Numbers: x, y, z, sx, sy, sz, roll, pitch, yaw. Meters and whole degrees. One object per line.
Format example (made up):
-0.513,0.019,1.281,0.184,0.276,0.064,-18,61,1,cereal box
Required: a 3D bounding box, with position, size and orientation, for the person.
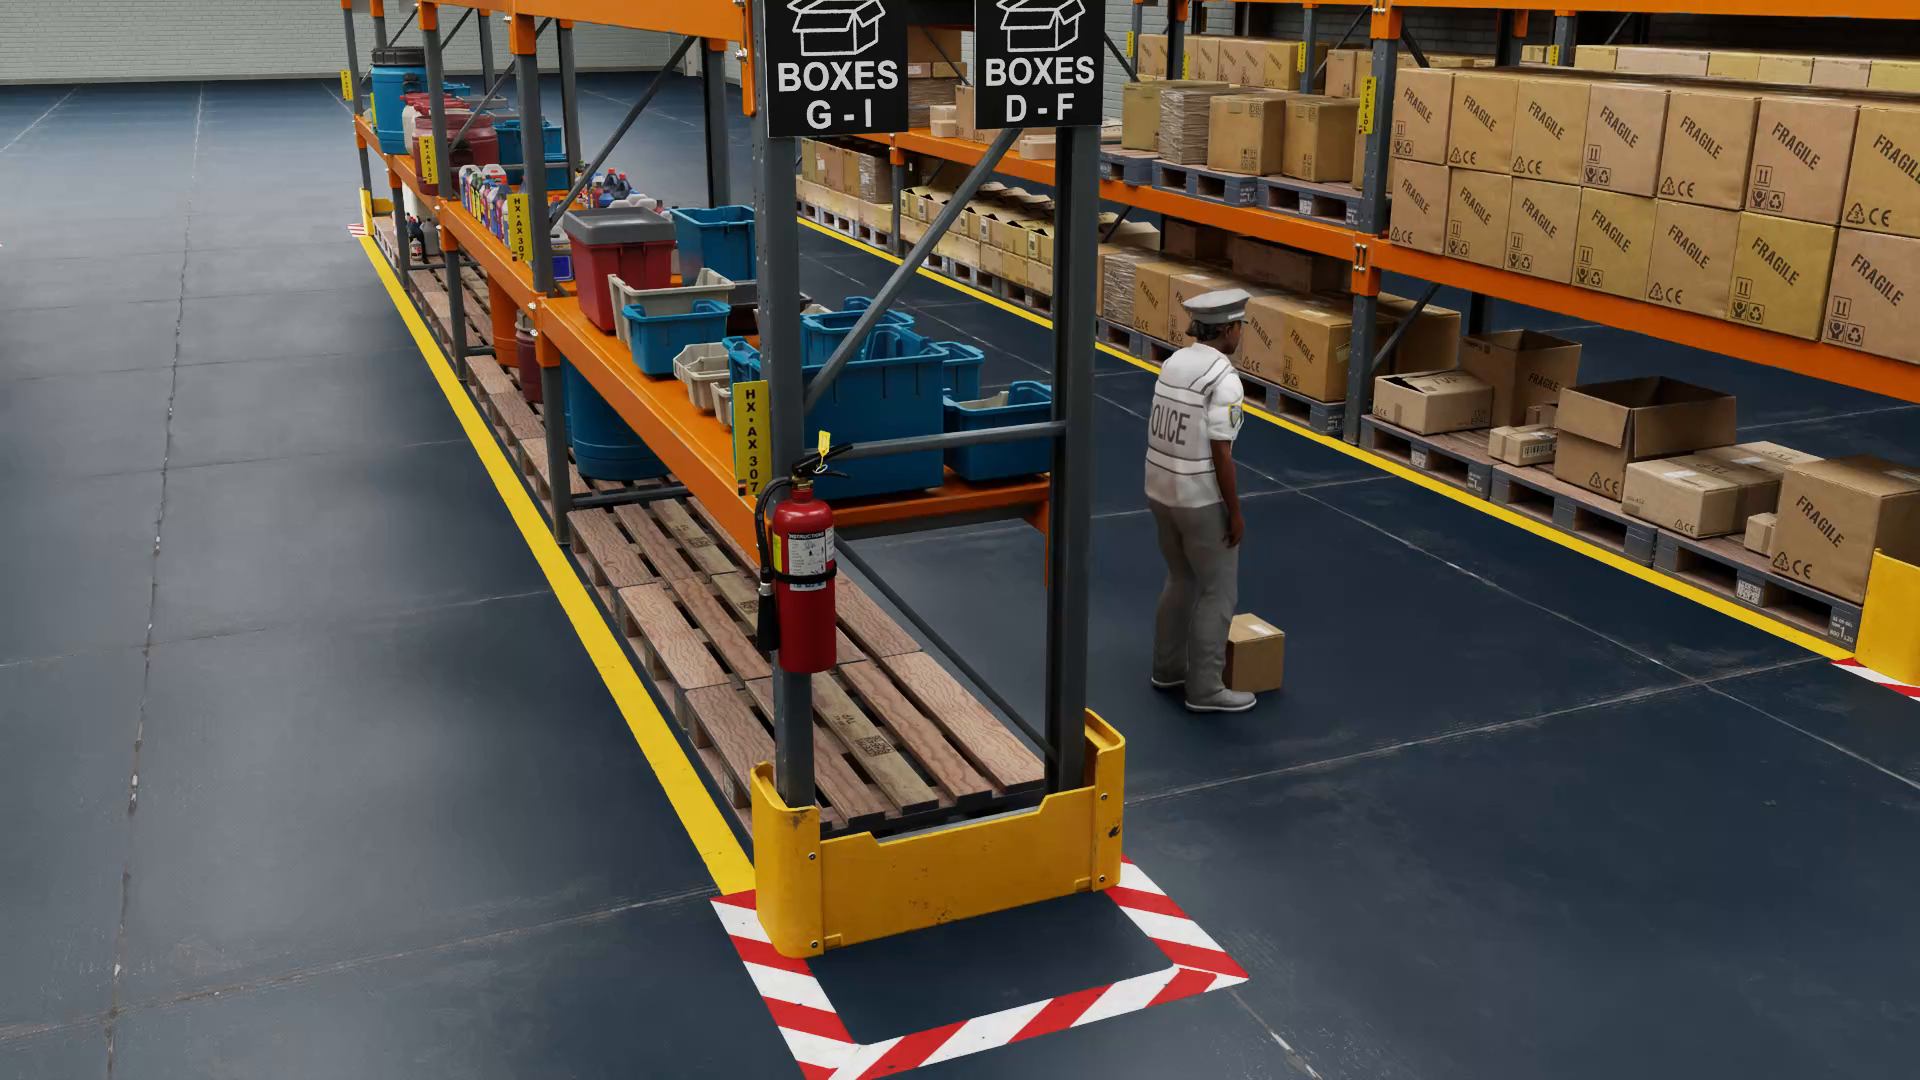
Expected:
0.960,-0.151,6.603,0.395,1.658,0.508,-9,21,-25,person
